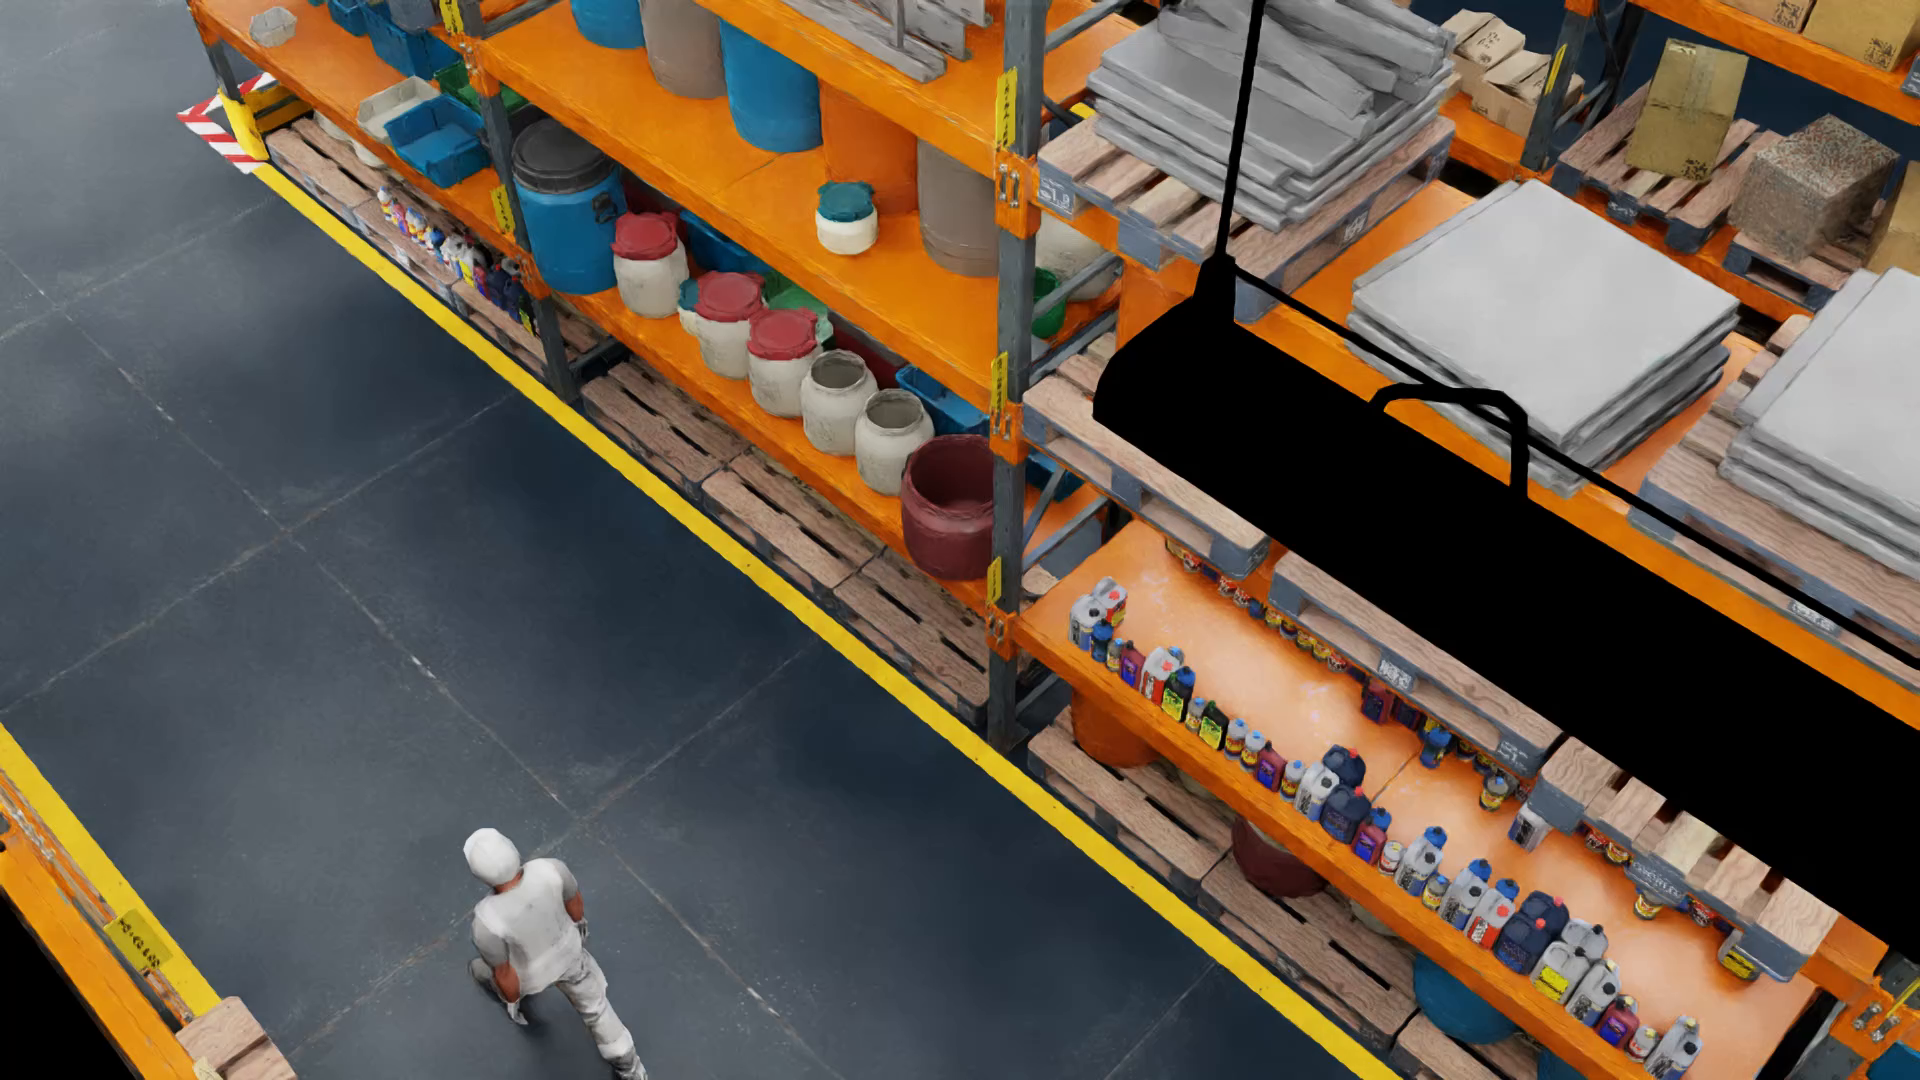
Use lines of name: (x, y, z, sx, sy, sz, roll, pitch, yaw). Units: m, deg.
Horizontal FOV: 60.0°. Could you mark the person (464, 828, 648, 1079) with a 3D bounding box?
person: (-1.968, 1.870, 7.693, 0.553, 1.706, 1.123, -37, 59, -27)
